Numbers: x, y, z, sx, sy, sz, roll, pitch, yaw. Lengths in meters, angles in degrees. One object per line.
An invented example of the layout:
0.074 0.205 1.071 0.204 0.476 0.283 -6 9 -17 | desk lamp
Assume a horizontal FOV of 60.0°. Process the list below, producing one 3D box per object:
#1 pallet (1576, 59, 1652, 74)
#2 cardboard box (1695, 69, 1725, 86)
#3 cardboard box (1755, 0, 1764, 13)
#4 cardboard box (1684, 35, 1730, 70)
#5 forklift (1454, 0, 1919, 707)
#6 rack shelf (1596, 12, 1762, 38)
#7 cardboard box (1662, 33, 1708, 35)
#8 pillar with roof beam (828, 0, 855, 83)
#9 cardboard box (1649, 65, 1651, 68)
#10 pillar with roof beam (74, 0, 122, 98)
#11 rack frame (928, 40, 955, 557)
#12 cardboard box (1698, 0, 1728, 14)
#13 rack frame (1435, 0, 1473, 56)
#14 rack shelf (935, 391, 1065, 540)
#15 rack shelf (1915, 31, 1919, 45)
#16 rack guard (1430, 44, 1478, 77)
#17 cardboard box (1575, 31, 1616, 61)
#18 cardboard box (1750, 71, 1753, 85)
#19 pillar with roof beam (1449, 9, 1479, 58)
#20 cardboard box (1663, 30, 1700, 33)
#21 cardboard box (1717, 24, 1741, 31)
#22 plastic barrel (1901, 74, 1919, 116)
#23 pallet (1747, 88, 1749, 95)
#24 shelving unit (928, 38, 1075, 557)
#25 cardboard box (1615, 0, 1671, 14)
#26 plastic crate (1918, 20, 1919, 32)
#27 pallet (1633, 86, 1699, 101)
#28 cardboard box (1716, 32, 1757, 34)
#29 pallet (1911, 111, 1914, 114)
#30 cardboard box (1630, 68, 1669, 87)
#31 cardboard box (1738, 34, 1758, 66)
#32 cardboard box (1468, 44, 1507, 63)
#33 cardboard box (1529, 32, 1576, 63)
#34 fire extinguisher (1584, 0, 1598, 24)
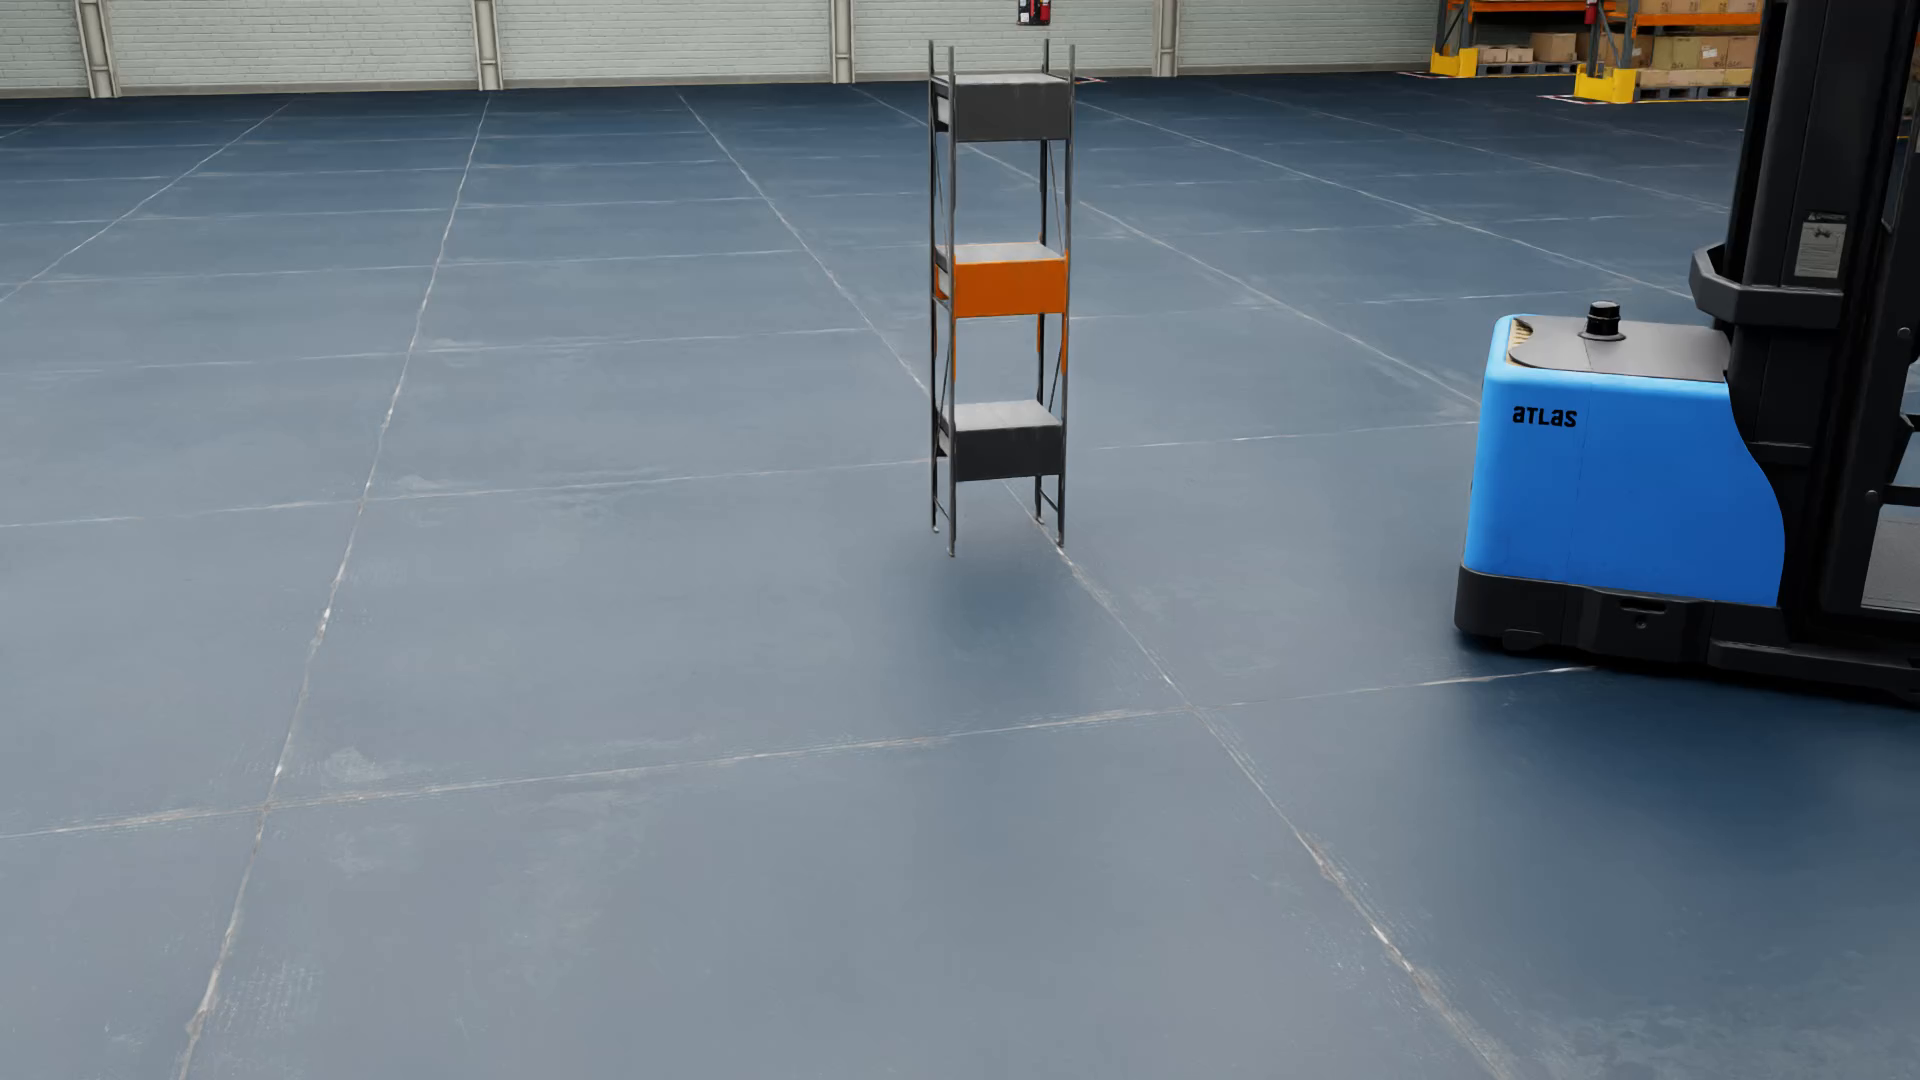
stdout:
12.370 -9.041 31.689 1.213 0.211 1.003 -5 21 -12 | pallet
11.812 -7.395 26.529 0.500 0.250 0.500 -5 21 -12 | cardboard box
12.727 -8.685 26.518 0.500 0.500 0.700 -4 21 -12 | cardboard box
11.809 -7.751 26.411 0.500 0.500 0.500 -5 21 -12 | cardboard box
3.429 -0.966 5.689 3.031 2.935 1.130 7 21 18 | forklift
12.212 -8.262 26.553 4.000 0.370 1.077 -5 21 -12 | rack shelf
11.689 -7.925 26.886 0.500 0.500 0.500 -5 21 -12 | cardboard box
-1.083 -10.870 23.906 0.400 9.000 9.100 -5 21 -12 | pillar with roof beam
11.204 -7.532 26.902 0.500 0.250 0.500 -5 21 -12 | cardboard box
-12.761 -9.920 21.313 0.400 9.000 9.100 -5 21 -12 | pillar with roof beam
-0.076 -0.980 6.936 0.015 2.100 0.400 -5 21 -12 | rack frame
11.718 -8.601 26.289 0.500 0.500 0.700 -5 21 -12 | cardboard box
9.123 -10.099 30.523 0.127 3.000 1.000 -5 21 -12 | rack frame
0.161 -0.329 7.235 0.480 0.518 0.431 -5 21 -12 | rack shelf
13.349 -6.603 22.026 4.000 0.370 1.077 -5 21 -12 | rack shelf
9.196 -8.931 30.969 0.348 0.500 1.175 -5 21 -12 | rack guard
12.014 -9.353 31.480 0.500 0.500 0.500 -6 21 -17 | cardboard box
12.786 -7.473 26.741 0.500 0.250 0.500 -5 21 -12 | cardboard box
10.595 -11.820 26.499 0.400 9.000 9.100 -5 21 -12 | pillar with roof beam
13.728 -9.512 31.915 0.500 0.500 0.700 -4 20 -11 | cardboard box
14.661 -9.943 32.001 0.500 0.250 0.500 -5 21 -14 | cardboard box
12.513 -5.929 22.146 0.421 0.512 0.421 0 20 0 | plastic barrel
13.375 -7.399 27.207 1.213 0.211 1.003 -5 21 -12 | pallet
0.161 -0.999 6.989 0.503 2.100 0.431 -5 21 -12 | shelving unit
10.723 -8.521 26.069 0.500 0.500 0.700 -5 21 -12 | cardboard box
12.347 -6.622 21.414 0.250 0.136 0.298 -5 21 -12 | plastic crate
11.001 -7.206 26.680 1.213 0.211 1.003 -5 21 -12 | pallet
12.662 -8.005 27.102 0.500 0.500 0.500 -5 21 -12 | cardboard box
13.442 -5.653 22.440 1.213 0.211 1.003 -5 21 -12 | pallet
10.839 -7.315 26.310 0.500 0.250 0.500 -5 21 -12 | cardboard box
12.783 -7.829 26.624 0.500 0.500 0.500 -5 21 -12 | cardboard box
9.817 -9.068 30.977 0.500 0.311 0.500 -7 21 -19 | cardboard box
11.097 -9.243 31.180 0.500 0.500 0.700 -6 21 -16 | cardboard box
10.044 -8.551 26.409 0.183 0.674 0.296 -5 21 -12 | fire extinguisher
